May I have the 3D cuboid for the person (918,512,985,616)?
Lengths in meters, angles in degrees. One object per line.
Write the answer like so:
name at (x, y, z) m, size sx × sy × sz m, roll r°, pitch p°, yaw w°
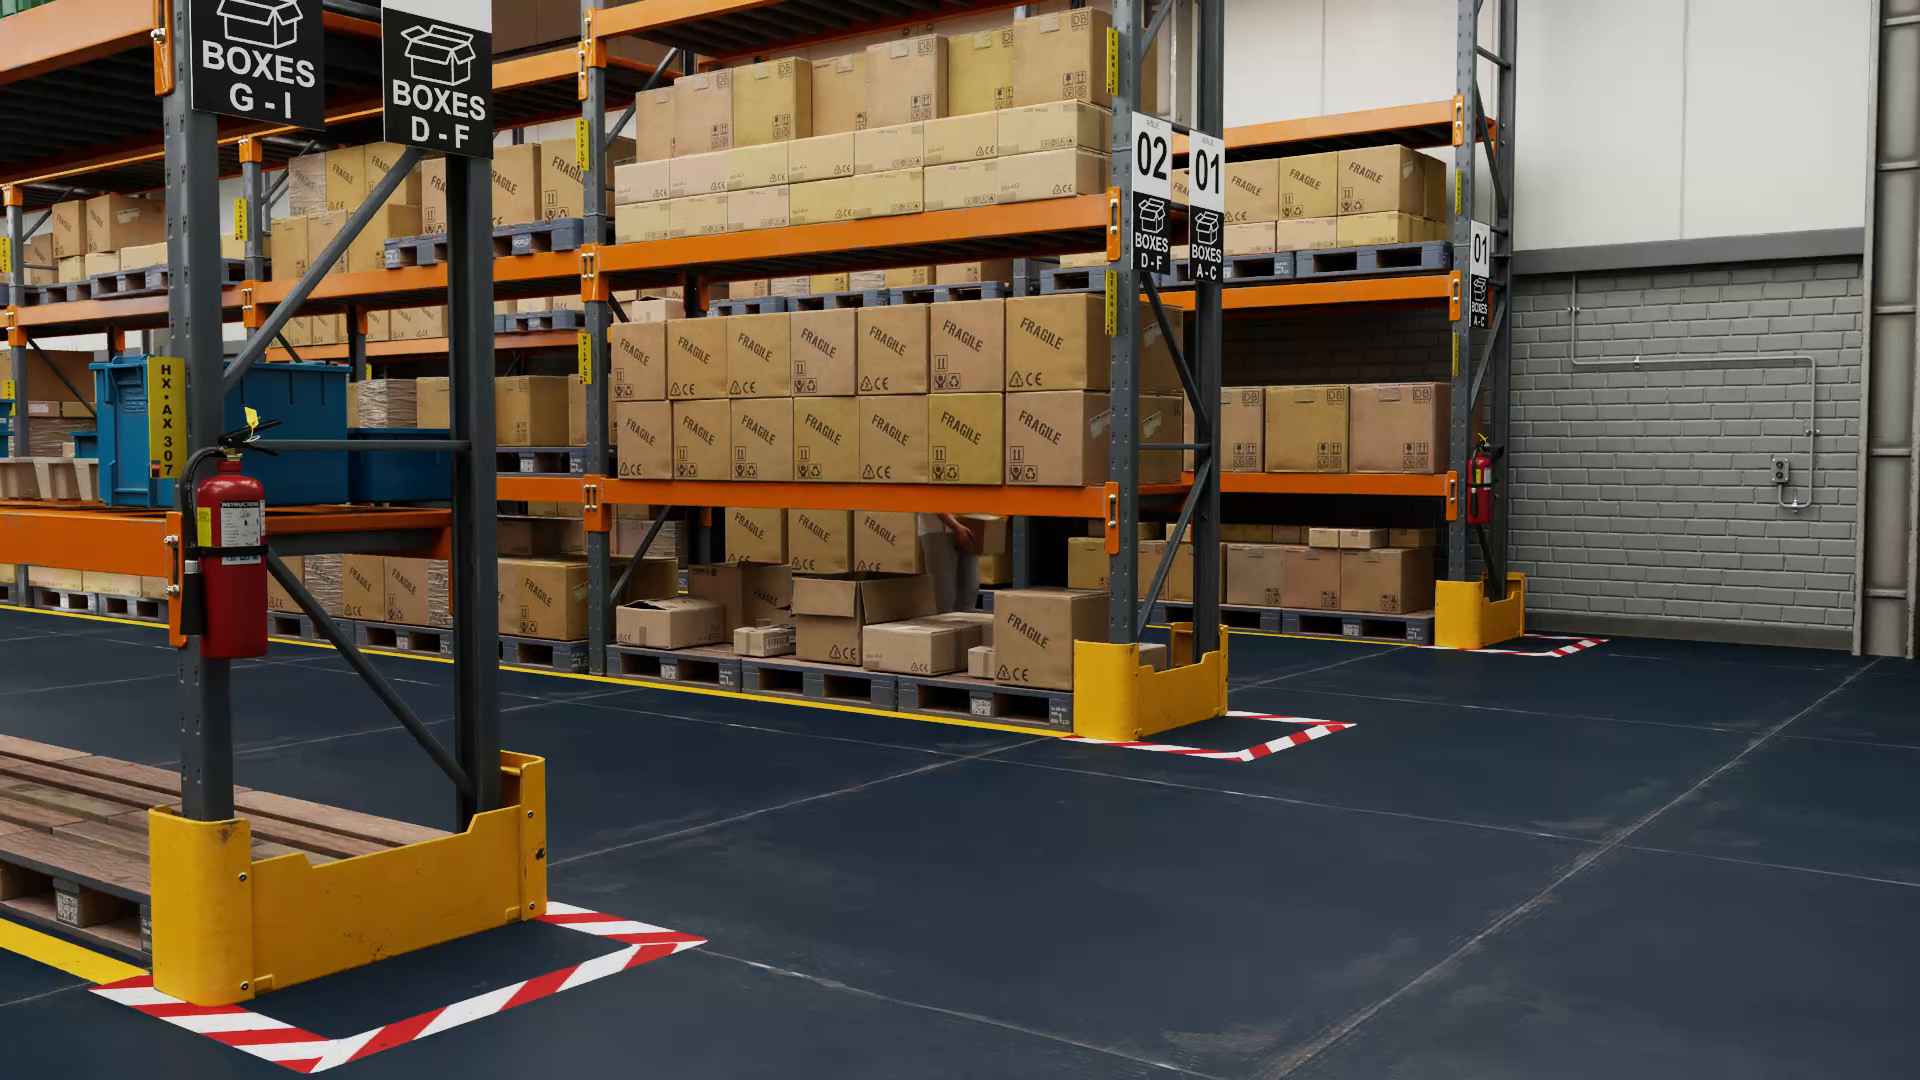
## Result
person at (-0.019, -0.031, 11.681) m, size 0.513 × 1.772 × 0.530 m, roll 3°, pitch 4°, yaw 39°
